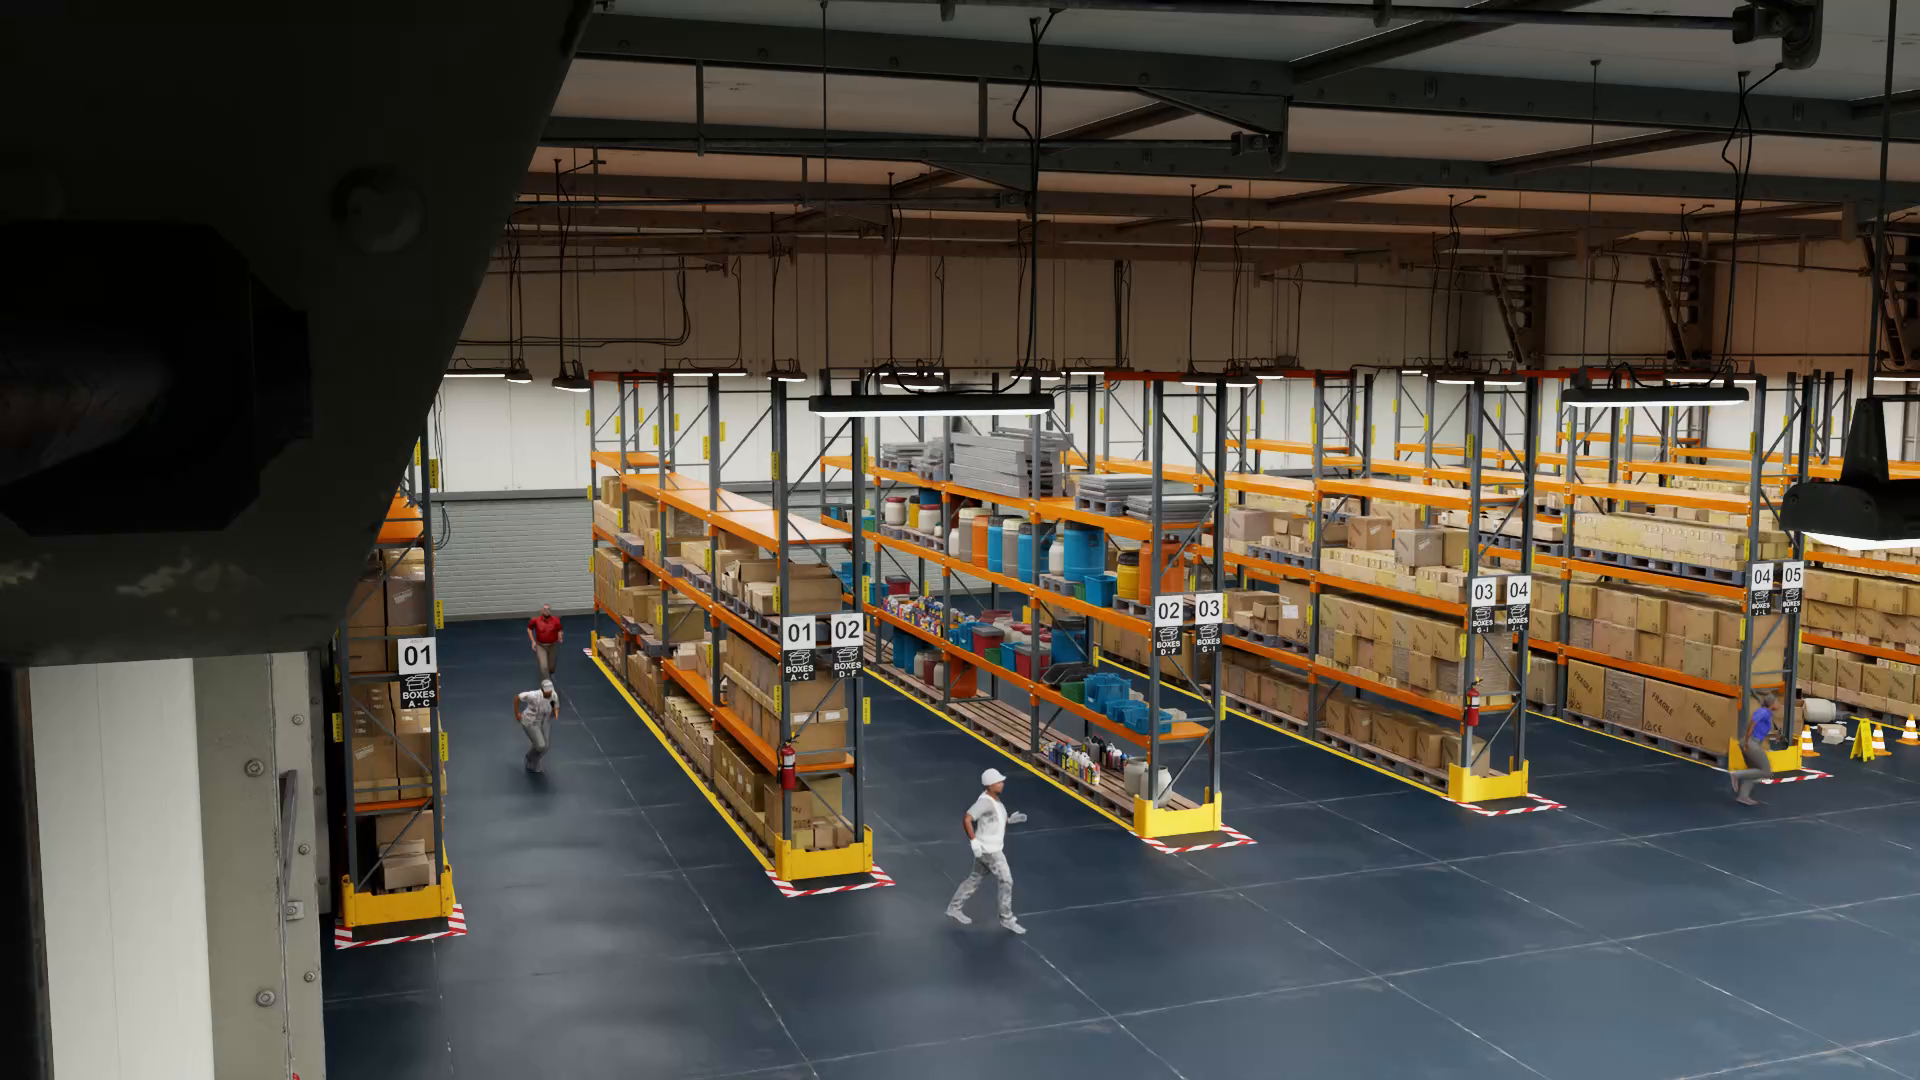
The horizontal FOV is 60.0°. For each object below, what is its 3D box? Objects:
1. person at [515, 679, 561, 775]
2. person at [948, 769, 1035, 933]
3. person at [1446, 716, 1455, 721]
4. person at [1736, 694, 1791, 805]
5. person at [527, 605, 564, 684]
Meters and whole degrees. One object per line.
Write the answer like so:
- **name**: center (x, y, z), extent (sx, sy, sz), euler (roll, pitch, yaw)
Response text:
- **person**: center (-6.325, 2.800, 24.945), extent (0.638, 1.509, 0.884), euler (-6, 9, -43)
- **person**: center (0.347, 3.390, 18.192), extent (0.956, 1.803, 0.675), euler (0, 6, 0)
- **person**: center (8.483, 2.254, 29.029), extent (0.651, 1.777, 0.942), euler (-3, 7, -27)
- **person**: center (11.329, 2.947, 23.423), extent (0.683, 1.579, 0.561), euler (1, 6, 10)
- **person**: center (-7.736, 2.039, 31.070), extent (0.648, 1.705, 0.813), euler (-3, 7, -25)
